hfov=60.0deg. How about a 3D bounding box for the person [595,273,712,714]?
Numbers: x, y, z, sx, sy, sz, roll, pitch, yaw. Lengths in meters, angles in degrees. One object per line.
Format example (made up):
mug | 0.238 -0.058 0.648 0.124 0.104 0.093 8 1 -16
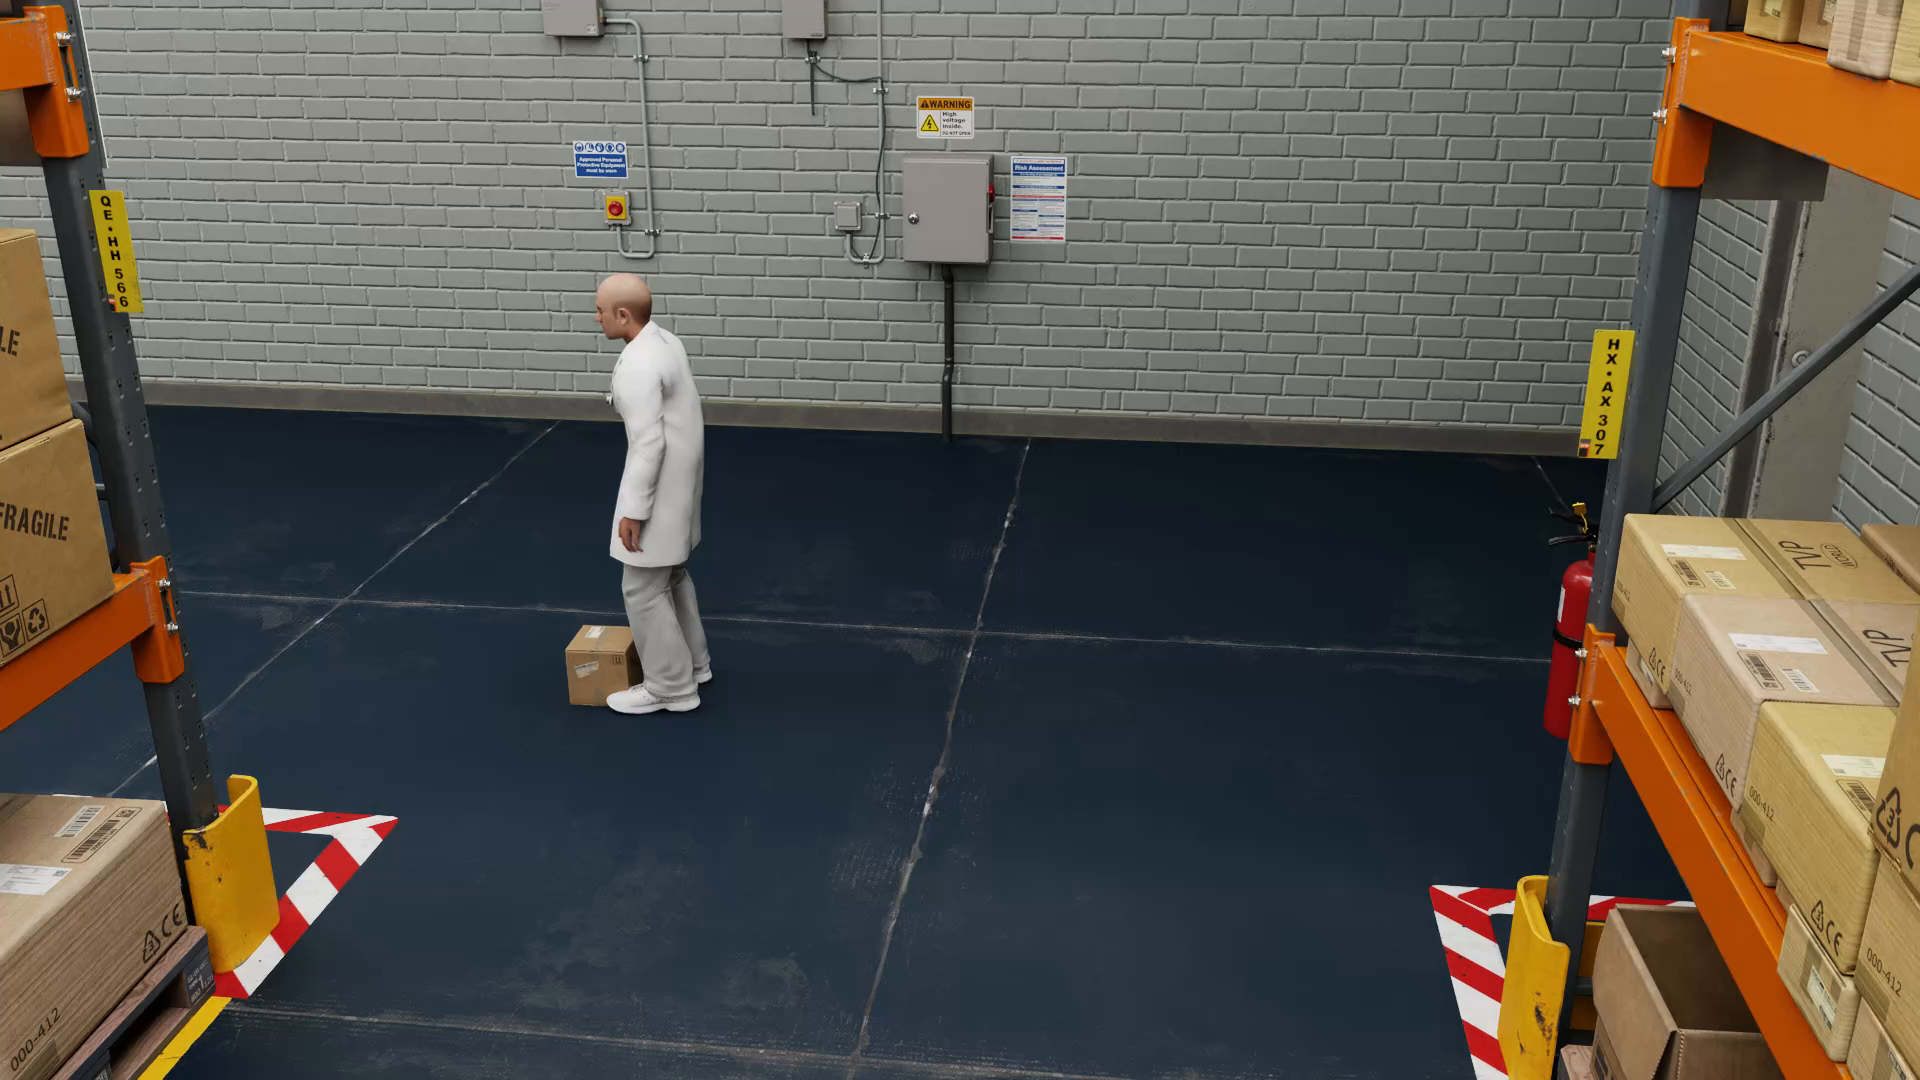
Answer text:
person | -1.217 -0.178 6.570 0.425 1.773 0.652 1 21 3
